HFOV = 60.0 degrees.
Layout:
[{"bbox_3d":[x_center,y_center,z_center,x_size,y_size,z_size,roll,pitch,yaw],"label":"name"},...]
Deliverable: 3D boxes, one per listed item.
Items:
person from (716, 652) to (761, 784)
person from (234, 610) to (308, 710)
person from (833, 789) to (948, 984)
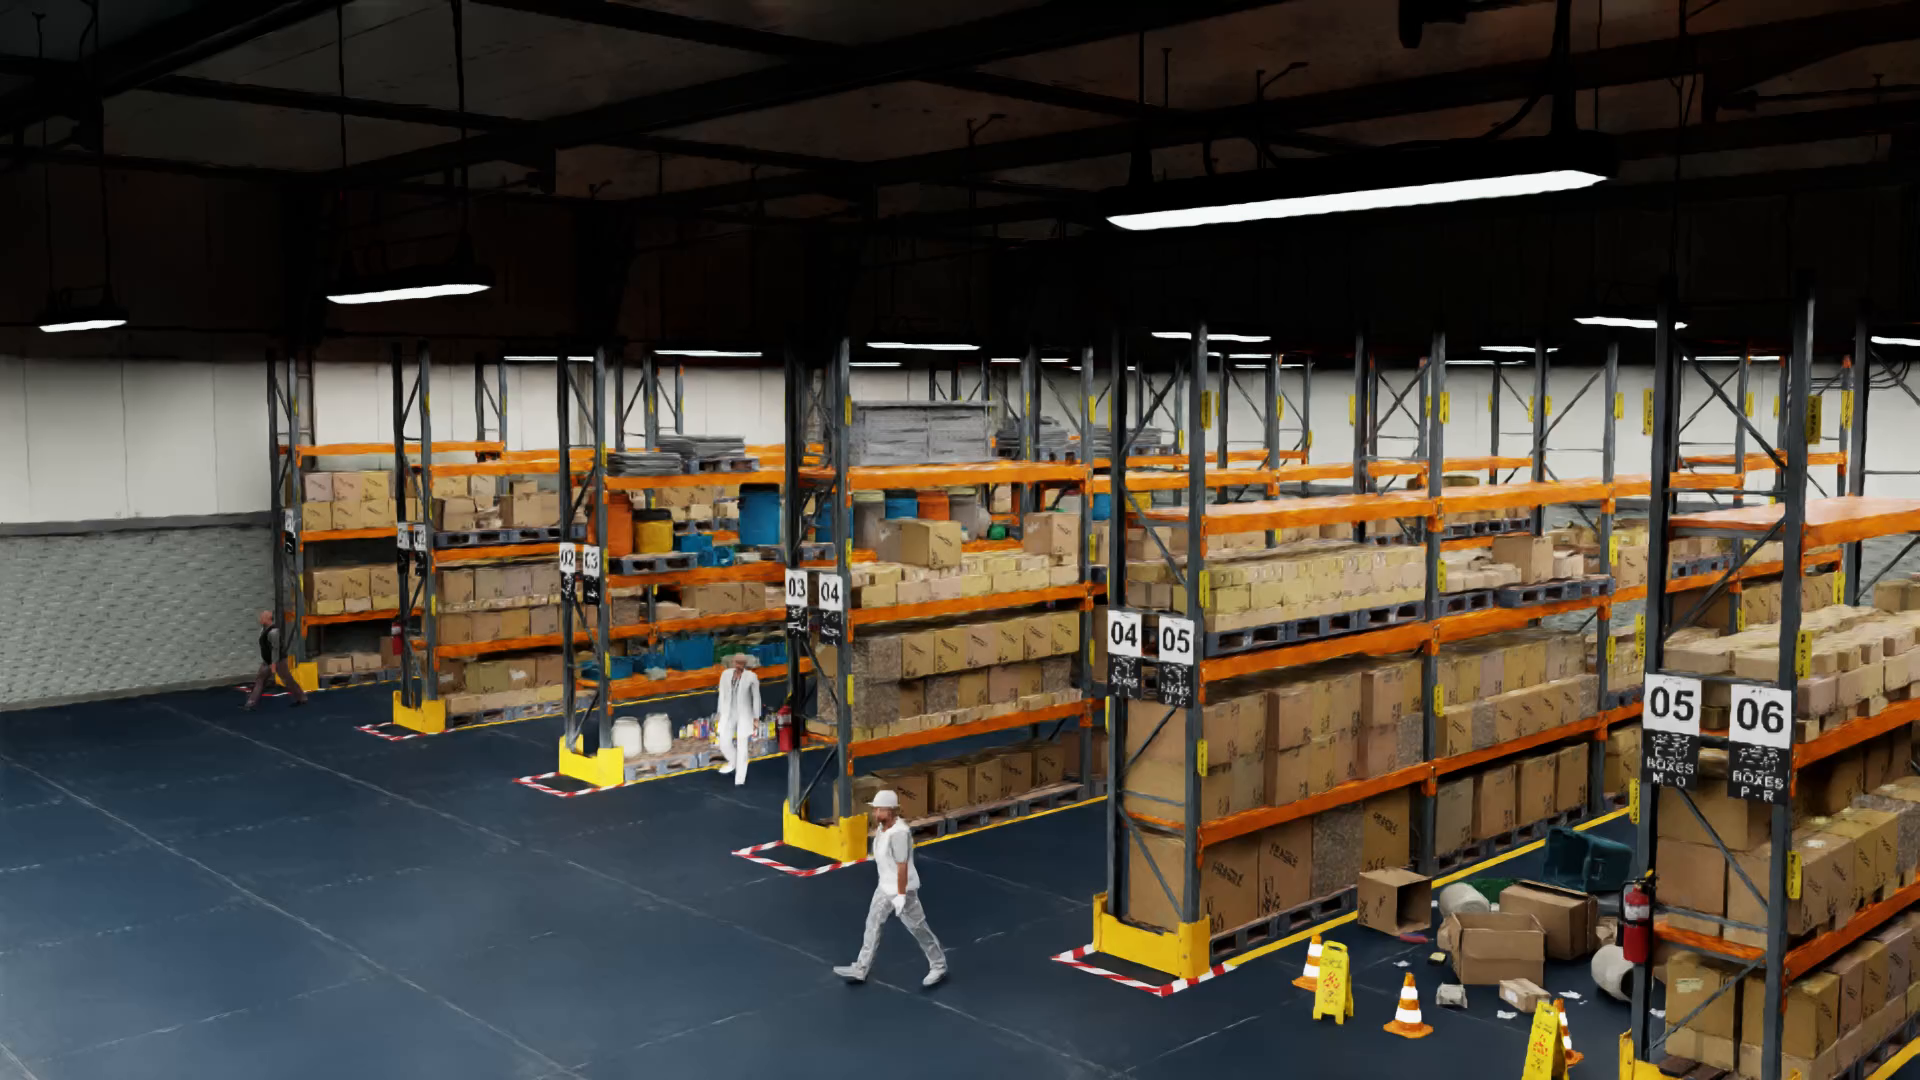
[{"bbox_3d":[-2.959,2.452,22.308,0.627,1.578,0.584,1,5,11],"label":"person"},{"bbox_3d":[-11.297,1.969,27.271,1.110,1.640,0.532,-4,7,-42],"label":"person"},{"bbox_3d":[-0.600,3.038,14.577,0.958,1.739,0.610,-2,5,-20],"label":"person"}]
